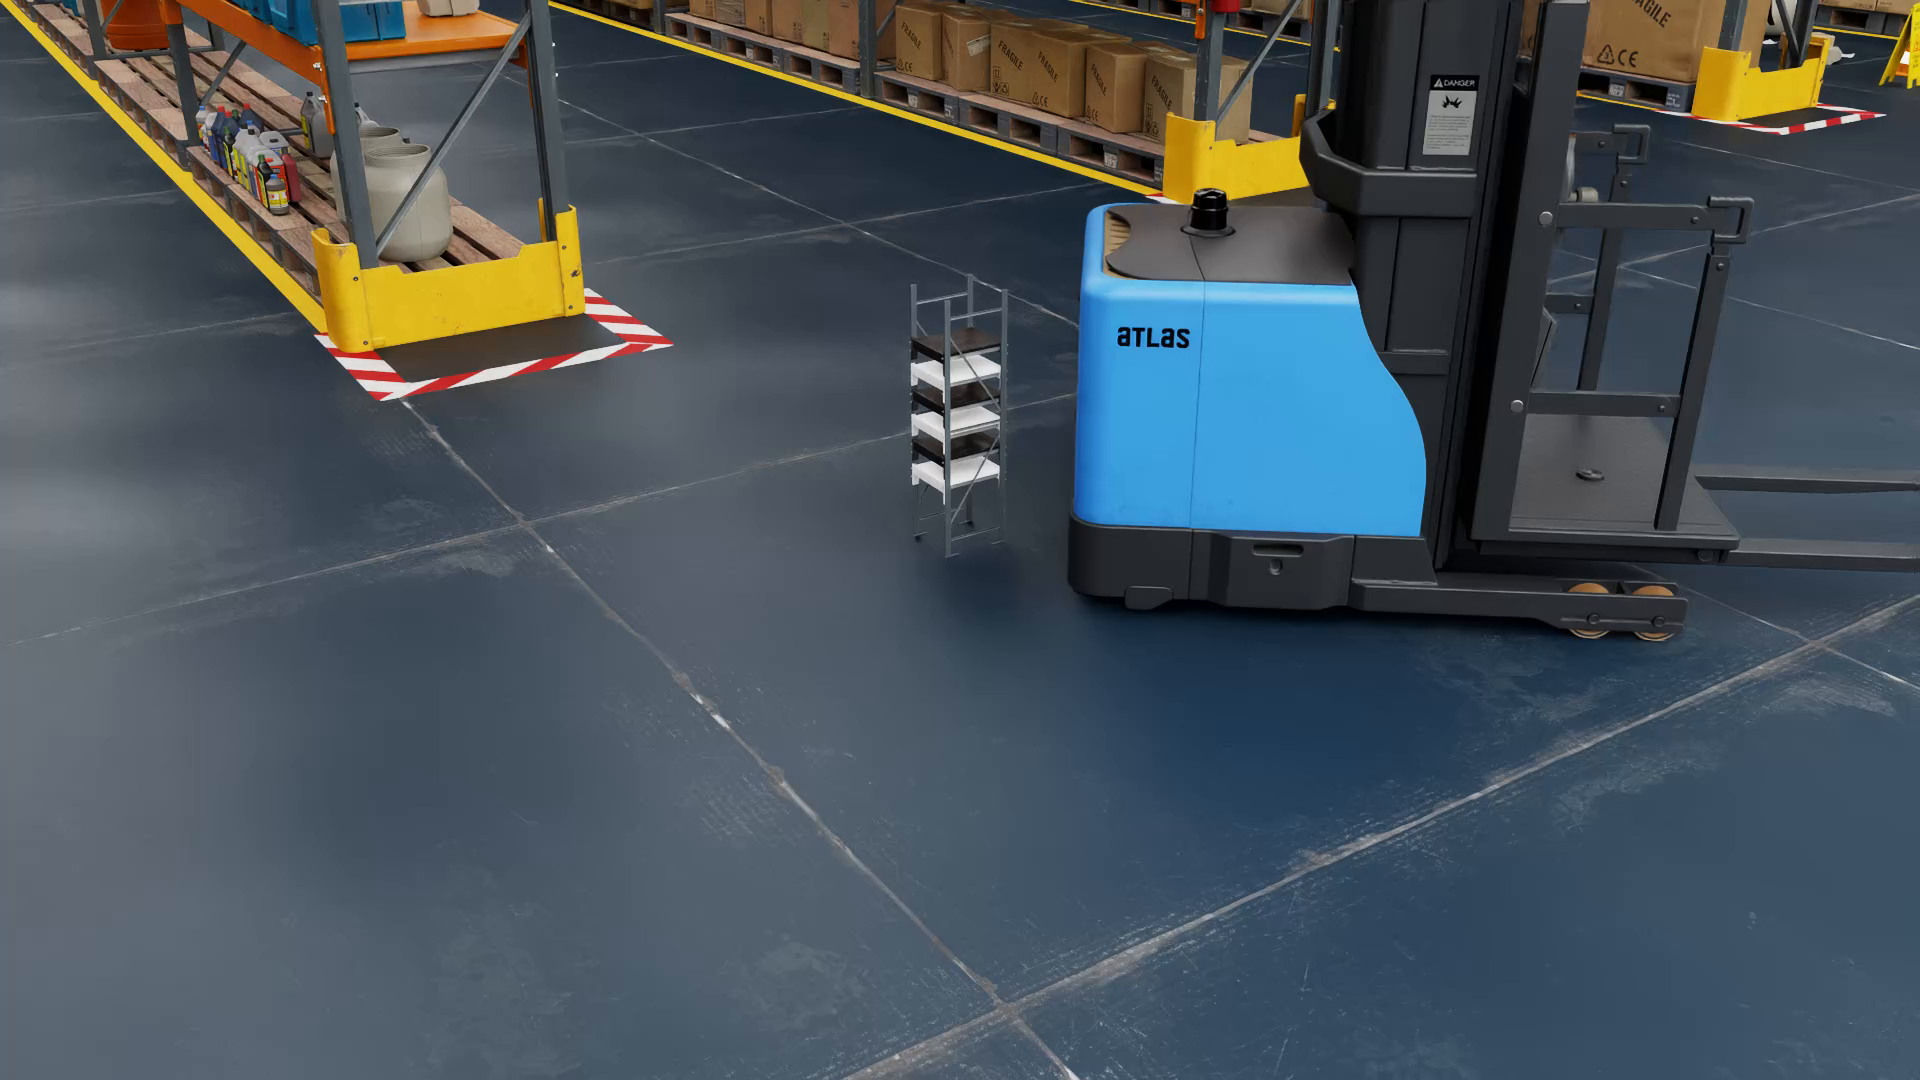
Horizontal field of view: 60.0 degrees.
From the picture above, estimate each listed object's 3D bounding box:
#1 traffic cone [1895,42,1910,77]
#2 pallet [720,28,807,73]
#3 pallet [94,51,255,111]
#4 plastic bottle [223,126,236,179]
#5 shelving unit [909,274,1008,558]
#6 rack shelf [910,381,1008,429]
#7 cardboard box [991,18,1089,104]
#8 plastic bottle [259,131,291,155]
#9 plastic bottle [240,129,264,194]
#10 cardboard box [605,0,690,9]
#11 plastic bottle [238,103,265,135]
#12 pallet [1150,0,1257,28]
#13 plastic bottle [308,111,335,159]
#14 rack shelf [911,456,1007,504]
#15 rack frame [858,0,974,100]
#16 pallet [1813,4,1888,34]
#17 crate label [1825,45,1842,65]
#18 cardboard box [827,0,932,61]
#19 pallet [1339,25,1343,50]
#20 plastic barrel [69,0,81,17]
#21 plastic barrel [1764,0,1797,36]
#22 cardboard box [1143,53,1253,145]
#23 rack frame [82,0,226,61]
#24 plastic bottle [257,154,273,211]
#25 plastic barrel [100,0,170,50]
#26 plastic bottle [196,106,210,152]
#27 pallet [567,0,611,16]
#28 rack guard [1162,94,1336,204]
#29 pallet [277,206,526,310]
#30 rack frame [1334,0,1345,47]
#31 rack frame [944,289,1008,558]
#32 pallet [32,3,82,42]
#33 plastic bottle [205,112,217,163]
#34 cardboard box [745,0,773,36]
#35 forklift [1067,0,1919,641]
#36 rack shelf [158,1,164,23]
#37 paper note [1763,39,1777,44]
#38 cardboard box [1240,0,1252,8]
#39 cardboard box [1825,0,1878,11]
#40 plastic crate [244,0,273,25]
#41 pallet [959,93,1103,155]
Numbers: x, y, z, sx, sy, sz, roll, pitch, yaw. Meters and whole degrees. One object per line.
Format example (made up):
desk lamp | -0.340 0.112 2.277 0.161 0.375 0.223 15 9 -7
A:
traffic cone | 8.088 -4.164 14.029 0.336 0.463 0.334 -16 29 -30
pallet | -1.435 -4.414 14.852 1.003 0.211 1.213 -16 29 -30
pallet | -6.281 -3.689 13.317 1.003 0.211 1.213 -16 29 -30
plastic bottle | -4.237 -2.254 9.678 0.061 0.283 0.133 -14 29 -27
shelving unit | -0.004 -0.410 5.564 0.258 0.900 0.210 -16 29 -30
rack shelf | -0.004 -0.461 5.540 0.258 0.077 0.200 -16 29 -30
cardboard box | 0.570 -3.460 12.002 0.500 0.500 0.500 -19 31 -34
plastic bottle | -3.950 -2.211 9.596 0.152 0.276 0.135 -16 29 -30
plastic bottle | -3.958 -2.135 9.347 0.144 0.351 0.185 -14 29 -27
cardboard box | -2.881 -5.871 16.670 1.225 0.875 0.875 -17 30 -32
plastic bottle | -4.274 -2.455 10.024 0.144 0.351 0.185 -16 29 -30
pallet | 2.718 -5.514 17.183 1.003 0.211 1.213 -16 29 -30
plastic bottle | -3.901 -2.497 10.202 0.152 0.276 0.135 -16 29 -30
rack shelf | -0.004 -0.217 5.655 0.258 0.077 0.200 -16 29 -30
rack frame | -0.338 -4.960 12.743 1.000 3.000 0.127 -16 29 -30
pallet | 9.031 -5.340 16.813 1.003 0.211 1.213 -16 29 -30
crate label | 7.607 -4.284 14.664 0.298 0.136 0.250 12 28 24
cardboard box | -0.655 -4.253 13.658 0.700 0.500 0.500 -18 31 -33
pallet | 4.222 -4.528 15.095 1.003 0.211 1.213 -16 29 -30
plastic barrel | -8.186 -5.456 15.760 0.600 0.901 0.708 -16 29 -30
plastic barrel | 7.752 -5.060 15.972 0.512 0.421 0.421 3 25 6
cardboard box | 1.519 -2.816 10.637 0.500 0.500 0.500 -10 27 -20
rack frame | -6.672 -5.236 13.328 1.000 3.000 0.127 -16 29 -30
plastic bottle | -3.753 -1.938 9.008 0.061 0.283 0.133 -15 29 -28
plastic barrel | -6.953 -4.616 14.064 0.600 0.830 0.708 -16 29 -30
plastic bottle | -4.681 -2.555 10.328 0.097 0.271 0.097 0 25 0
pallet | -3.551 -5.865 17.927 1.003 0.211 1.213 -16 29 -30
rack guard | 1.804 -2.426 10.303 1.175 0.500 0.348 -16 29 -30
pallet | -2.824 -1.422 8.515 1.003 0.211 1.213 -16 29 -30
rack frame | 3.873 -6.080 15.115 1.000 3.000 0.127 -16 29 -30
rack frame | 0.051 -0.373 5.487 0.240 0.900 0.006 -16 29 -30
pallet | -8.469 -5.120 16.349 1.003 0.211 1.213 -16 29 -30
plastic bottle | -4.482 -2.447 10.096 0.152 0.276 0.135 -14 29 -28
cardboard box | -1.511 -4.828 14.875 0.700 0.500 0.500 -13 28 -25
forklift | 1.890 -1.253 4.972 3.031 2.935 1.130 2 25 5
rack shelf | -5.580 -4.196 11.967 1.077 0.370 4.000 -16 29 -30
paper note | 7.627 -4.704 15.692 0.148 0.019 0.142 -6 26 -12
cardboard box | 2.935 -5.799 16.664 1.050 0.750 0.750 -16 29 -30
cardboard box | 8.915 -5.384 16.371 0.500 0.250 0.500 -17 30 -31
plastic crate | -3.178 -2.650 8.025 0.499 0.251 0.408 -16 29 -30
pallet | 0.728 -3.030 11.921 1.003 0.211 1.213 -16 29 -30
